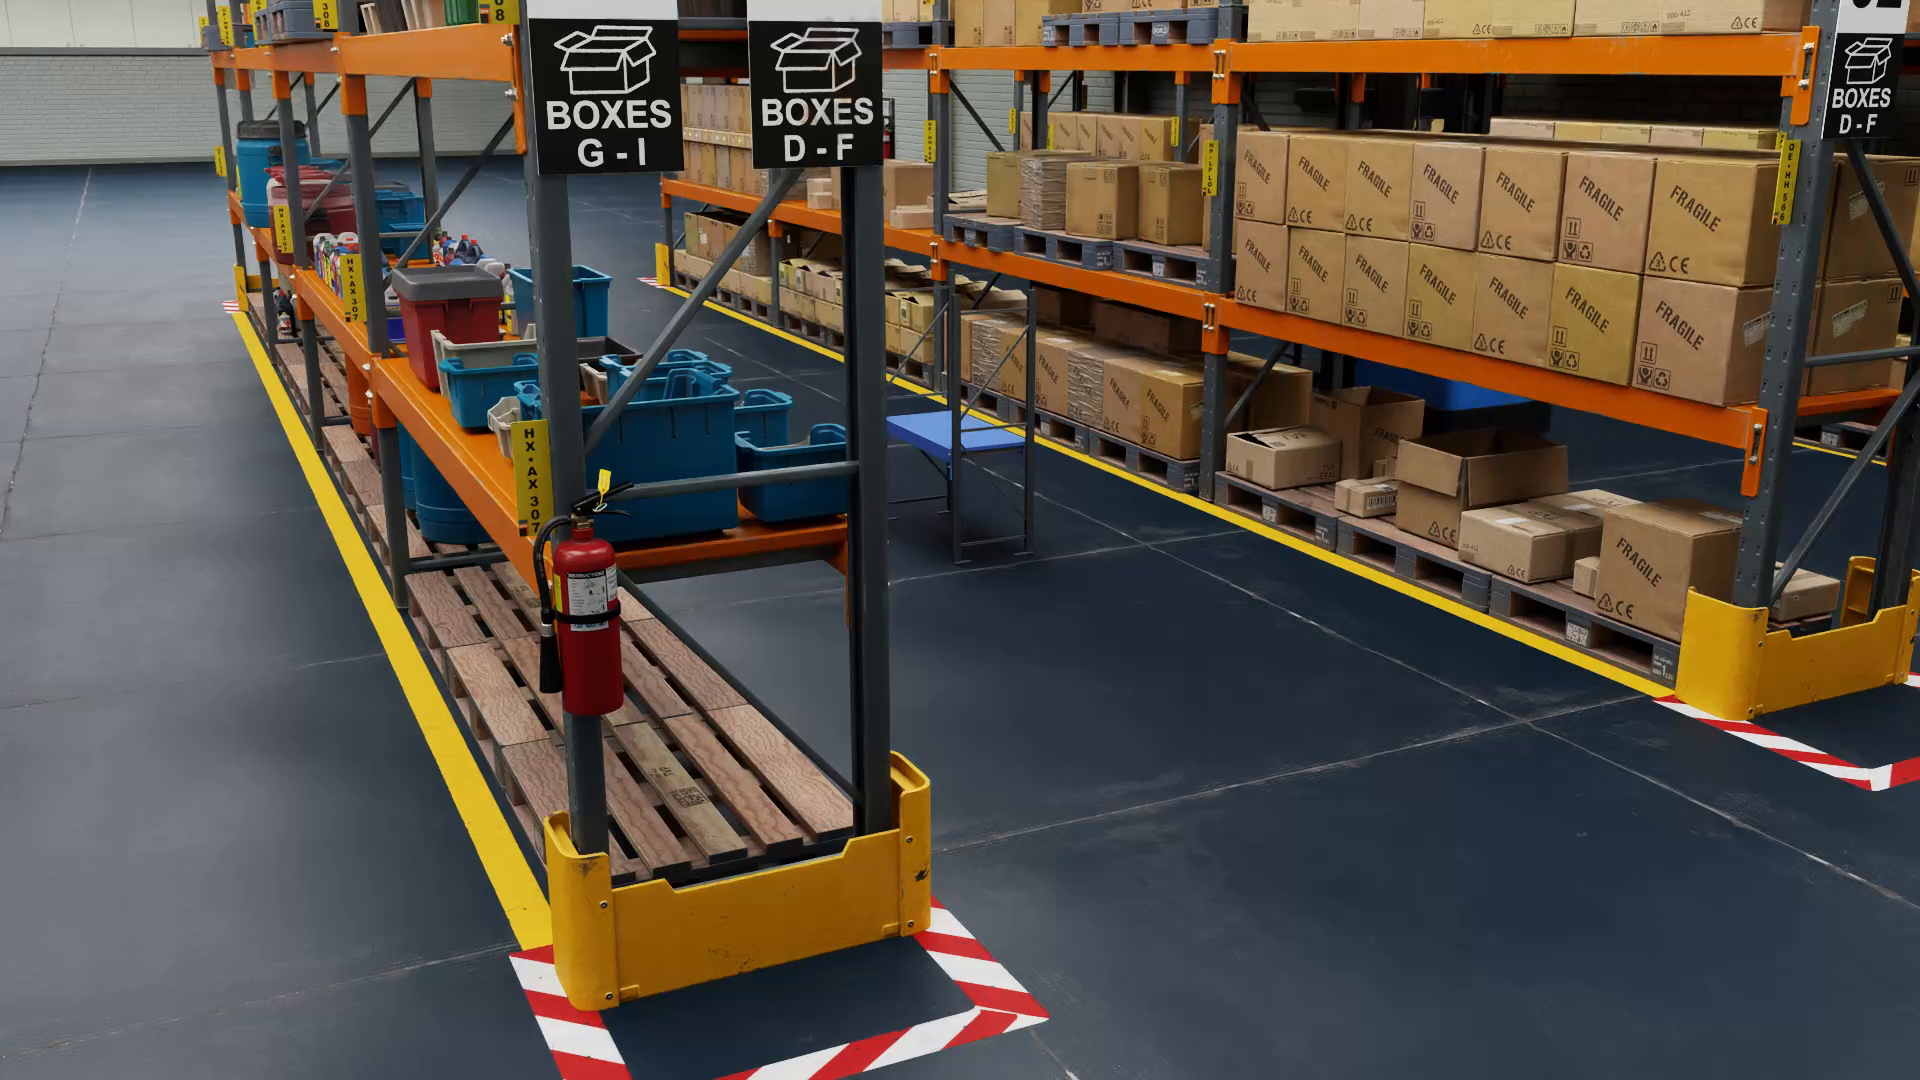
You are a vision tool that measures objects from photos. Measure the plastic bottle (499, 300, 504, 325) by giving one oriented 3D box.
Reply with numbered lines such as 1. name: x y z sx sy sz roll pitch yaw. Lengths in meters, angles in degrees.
1. plastic bottle: -2.573 -1.290 9.169 0.097 0.201 0.097 0 16 0

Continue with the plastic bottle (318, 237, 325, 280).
1. plastic bottle: -4.198 -1.856 10.993 0.061 0.283 0.133 -8 18 -25

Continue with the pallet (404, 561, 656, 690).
1. pallet: -2.091 0.364 8.099 1.003 0.211 1.213 -8 18 -25

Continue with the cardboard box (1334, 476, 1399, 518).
1. cardboard box: 2.384 -0.258 9.549 0.380 0.166 0.250 -8 18 -25

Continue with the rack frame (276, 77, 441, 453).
1. rack frame: -4.200 -2.146 11.790 1.000 3.000 0.127 -8 18 -25

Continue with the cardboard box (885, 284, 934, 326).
1. cardboard box: -0.430 -2.121 14.912 0.500 0.311 0.500 -8 18 -26

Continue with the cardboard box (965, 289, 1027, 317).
1. cardboard box: 0.289 -2.058 14.693 0.500 0.311 0.500 -7 17 -23

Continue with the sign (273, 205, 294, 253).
1. sign: -4.692 -2.156 11.530 0.100 0.325 0.005 -8 18 -25

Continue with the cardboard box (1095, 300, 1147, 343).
1. cardboard box: 1.355 -1.644 12.415 0.500 0.250 0.500 -8 18 -26

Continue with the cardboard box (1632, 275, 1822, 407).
1. cardboard box: 3.318 -0.886 7.219 0.500 0.500 0.500 -7 17 -23

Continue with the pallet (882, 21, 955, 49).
1. pallet: -0.124 -4.252 14.034 1.213 0.211 1.003 -7 17 -22

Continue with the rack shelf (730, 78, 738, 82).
1. rack shelf: -2.375 -5.327 18.742 1.077 0.370 4.000 -8 18 -25

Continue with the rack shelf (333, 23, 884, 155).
1. rack shelf: -1.572 -1.754 6.291 1.077 0.370 4.000 -8 18 -25

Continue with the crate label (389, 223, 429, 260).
1. crate label: -4.048 -2.215 12.335 0.303 0.233 0.416 -8 18 -25

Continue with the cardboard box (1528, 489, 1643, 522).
1. cardboard box: 3.337 -0.067 8.732 0.500 0.250 0.500 -8 18 -25

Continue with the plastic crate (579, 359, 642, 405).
1. plastic crate: -1.415 -0.661 6.984 0.293 0.136 0.466 -8 18 -25

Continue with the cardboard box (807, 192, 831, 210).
1. cardboard box: -1.294 -3.370 16.512 0.380 0.149 0.250 -8 18 -25

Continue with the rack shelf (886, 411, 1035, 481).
1. rack shelf: -0.037 -0.569 9.667 0.538 0.185 1.000 -8 18 -25

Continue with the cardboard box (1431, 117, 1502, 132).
1. cardboard box: 4.685 -3.753 15.275 0.500 0.250 0.500 -7 18 -24

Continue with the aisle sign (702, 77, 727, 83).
1. aisle sign: -3.015 -6.028 20.607 0.394 0.787 0.004 -8 18 -25

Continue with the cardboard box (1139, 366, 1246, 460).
1. cardboard box: 1.533 -0.849 11.006 0.500 0.500 0.500 -8 18 -25

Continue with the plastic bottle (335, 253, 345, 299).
1. plastic bottle: -3.769 -1.619 10.188 0.097 0.271 0.097 0 16 0

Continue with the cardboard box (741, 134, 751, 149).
1. cardboard box: -2.150 -4.328 18.036 0.380 0.149 0.250 -8 18 -25

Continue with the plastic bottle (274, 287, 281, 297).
1. plastic bottle: -6.720 -2.328 16.431 0.144 0.351 0.185 -8 18 -25

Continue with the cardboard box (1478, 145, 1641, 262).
1. cardboard box: 2.863 -1.619 7.959 0.500 0.500 0.500 -7 17 -23

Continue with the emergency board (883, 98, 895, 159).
1. emergency board: -1.392 -7.363 29.969 0.194 1.169 0.643 -8 18 -25

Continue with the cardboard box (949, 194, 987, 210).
1. cardboard box: 0.134 -2.796 14.217 0.500 0.311 0.500 -6 17 -21

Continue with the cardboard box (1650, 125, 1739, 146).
1. cardboard box: 5.808 -3.125 13.086 0.500 0.250 0.500 -7 18 -24

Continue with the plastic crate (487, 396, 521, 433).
1. plastic crate: -1.620 -0.455 6.269 0.298 0.136 0.250 -8 18 -25

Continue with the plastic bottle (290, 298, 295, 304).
1. plastic bottle: -6.456 -2.236 16.246 0.152 0.276 0.135 -8 18 -25

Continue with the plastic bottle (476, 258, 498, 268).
1. plastic bottle: -2.816 -1.542 9.912 0.152 0.276 0.135 -8 18 -25

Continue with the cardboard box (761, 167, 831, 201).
1. cardboard box: -1.698 -3.893 17.696 0.700 0.500 0.500 -8 18 -26

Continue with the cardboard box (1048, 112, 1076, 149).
1. cardboard box: 1.347 -5.346 21.818 0.500 0.500 0.500 -8 18 -25

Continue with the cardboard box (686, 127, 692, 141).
1. cardboard box: -3.046 -4.836 19.809 0.380 0.149 0.250 -8 18 -25

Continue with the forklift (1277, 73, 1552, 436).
1. forklift: 3.258 -2.456 12.995 1.130 2.935 3.031 -8 18 -26

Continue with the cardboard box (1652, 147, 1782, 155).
1. cardboard box: 3.566 -1.559 7.751 0.500 0.500 0.500 -7 18 -24

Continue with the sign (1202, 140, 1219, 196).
1. sign: 1.509 -2.240 10.020 0.100 0.325 0.005 -8 18 -25

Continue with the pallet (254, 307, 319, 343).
1. pallet: -6.748 -2.272 17.284 1.003 0.211 1.213 -8 18 -25

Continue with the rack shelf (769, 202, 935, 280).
1. rack shelf: -0.622 -2.894 15.700 1.077 0.370 4.000 -8 18 -25

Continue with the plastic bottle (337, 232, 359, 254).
1. plastic bottle: -4.165 -1.958 11.361 0.152 0.276 0.135 -8 18 -25

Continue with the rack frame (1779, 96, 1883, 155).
1. rack frame: 6.458 -2.351 12.505 1.000 3.000 0.127 -8 18 -25

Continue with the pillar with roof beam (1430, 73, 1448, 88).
1. pillar with roof beam: 1.044 -6.133 14.809 9.100 9.000 0.400 -8 18 -25

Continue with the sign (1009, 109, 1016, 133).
1. sign: 0.713 -5.677 22.526 0.100 0.325 0.005 -8 18 -25

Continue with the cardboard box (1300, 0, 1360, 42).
1. cardboard box: 2.212 -2.846 9.065 0.500 0.250 0.500 -8 18 -25

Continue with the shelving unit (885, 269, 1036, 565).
1. shelving unit: -0.037 -0.742 9.617 0.538 1.500 1.048 -8 18 -25

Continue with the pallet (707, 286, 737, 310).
1. pallet: -2.348 -2.900 19.474 1.003 0.211 1.213 -8 18 -25

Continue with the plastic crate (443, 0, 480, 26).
1. plastic crate: -1.384 -1.712 5.225 0.450 0.188 0.336 -8 18 -25

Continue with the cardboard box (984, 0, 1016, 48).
1. cardboard box: 0.699 -4.003 12.642 0.910 0.500 0.500 -8 18 -25

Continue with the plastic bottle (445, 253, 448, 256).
1. plastic bottle: -3.376 -1.841 11.088 0.097 0.201 0.097 0 16 0

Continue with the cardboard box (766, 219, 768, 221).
1. cardboard box: -2.079 -3.500 19.374 0.500 0.500 0.500 -8 18 -25

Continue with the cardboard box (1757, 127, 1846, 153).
1. cardboard box: 6.490 -3.058 12.852 0.500 0.250 0.500 -7 17 -23

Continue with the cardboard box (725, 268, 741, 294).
1. cardboard box: -2.340 -2.951 18.821 0.500 0.250 0.500 -8 18 -25
